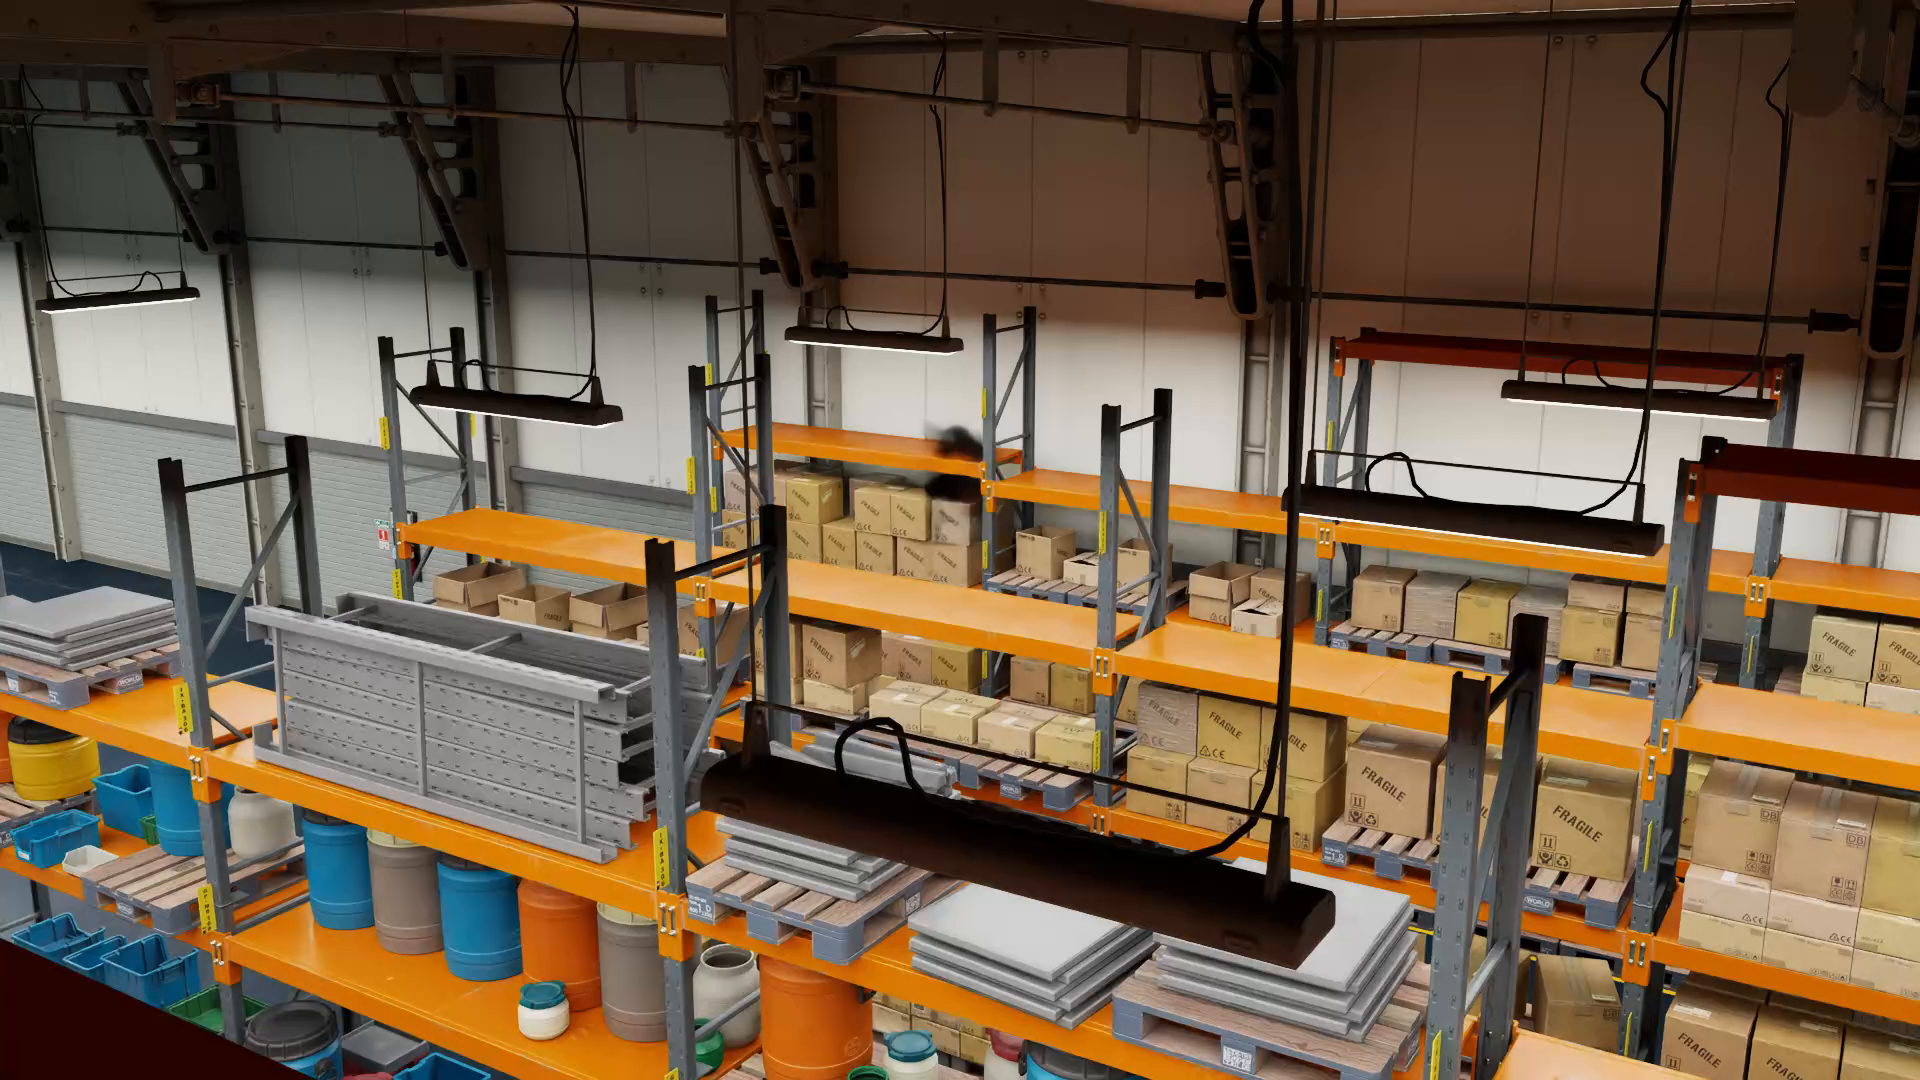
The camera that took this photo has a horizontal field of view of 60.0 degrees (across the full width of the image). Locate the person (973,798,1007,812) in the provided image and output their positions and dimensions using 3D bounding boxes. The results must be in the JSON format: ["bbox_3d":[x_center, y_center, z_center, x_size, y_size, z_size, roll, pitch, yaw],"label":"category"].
[{"bbox_3d":[0.292,2.740,17.397,0.779,1.896,0.682,6,15,24],"label":"person"}]
